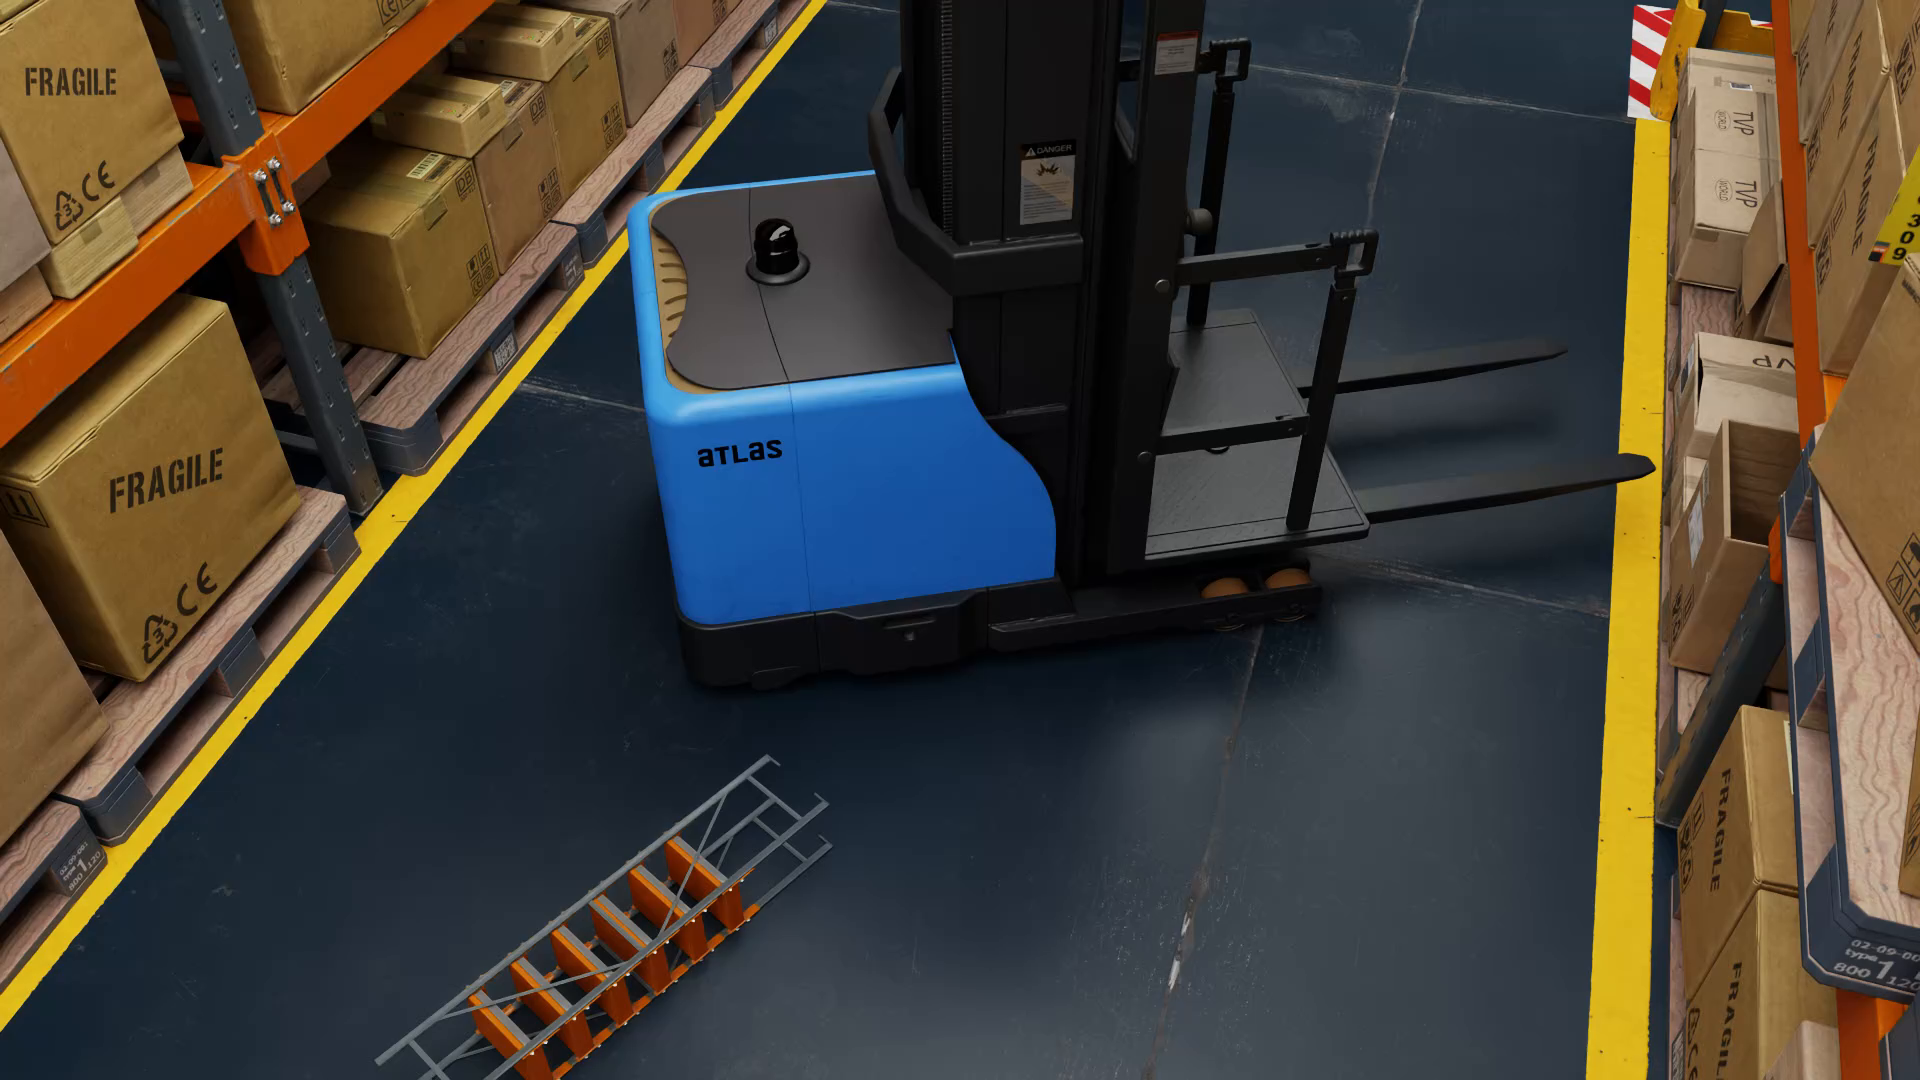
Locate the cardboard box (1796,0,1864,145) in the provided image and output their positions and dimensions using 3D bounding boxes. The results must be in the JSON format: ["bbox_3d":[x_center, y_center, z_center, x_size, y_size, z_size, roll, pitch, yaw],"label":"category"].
[{"bbox_3d":[2.574,-1.350,4.414,0.500,0.500,0.500,14,46,13],"label":"cardboard box"}]

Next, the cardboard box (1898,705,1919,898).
[{"bbox_3d":[1.855,0.314,2.413,0.700,0.500,0.500,19,48,19],"label":"cardboard box"}]

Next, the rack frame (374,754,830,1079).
[{"bbox_3d":[-0.832,0.932,4.028,0.240,0.006,1.200,33,53,29],"label":"rack frame"}]

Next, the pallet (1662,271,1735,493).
[{"bbox_3d":[2.936,-0.517,5.627,1.003,0.211,1.213,13,46,13],"label":"pallet"}]

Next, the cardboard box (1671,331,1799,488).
[{"bbox_3d":[2.488,-0.376,5.098,0.500,0.311,0.500,13,46,13],"label":"cardboard box"}]

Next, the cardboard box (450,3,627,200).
[{"bbox_3d":[-1.726,-1.696,6.326,0.700,0.500,0.500,14,46,13],"label":"cardboard box"}]

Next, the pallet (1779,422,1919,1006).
[{"bbox_3d":[2.013,0.338,2.897,1.003,0.211,1.213,13,46,13],"label":"pallet"}]

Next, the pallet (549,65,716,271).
[{"bbox_3d":[-1.691,-1.596,6.731,1.003,0.211,1.213,13,46,12],"label":"pallet"}]

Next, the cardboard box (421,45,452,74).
[{"bbox_3d":[-2.035,-1.725,5.891,0.380,0.149,0.250,11,45,11],"label":"cardboard box"}]

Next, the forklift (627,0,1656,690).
[{"bbox_3d":[0.612,-1.132,4.311,3.031,2.935,1.130,-8,45,-8],"label":"forklift"}]

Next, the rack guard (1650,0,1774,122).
[{"bbox_3d":[3.547,-1.962,6.898,1.175,0.500,0.348,13,46,13],"label":"rack guard"}]

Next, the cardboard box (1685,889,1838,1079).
[{"bbox_3d":[1.829,1.125,3.429,0.500,0.500,0.500,13,46,13],"label":"cardboard box"}]

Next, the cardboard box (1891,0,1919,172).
[{"bbox_3d":[2.265,-1.025,3.367,0.500,0.500,0.500,13,46,13],"label":"cardboard box"}]

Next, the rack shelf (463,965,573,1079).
[{"bbox_3d":[-1.047,1.159,3.927,0.258,0.180,0.103,33,53,29],"label":"rack shelf"}]

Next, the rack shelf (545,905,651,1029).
[{"bbox_3d":[-0.883,1.036,4.053,0.258,0.180,0.103,33,53,29],"label":"rack shelf"}]

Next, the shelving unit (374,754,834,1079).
[{"bbox_3d":[-0.832,0.997,4.092,0.258,0.189,1.200,33,53,29],"label":"shelving unit"}]

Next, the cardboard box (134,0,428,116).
[{"bbox_3d":[-2.183,-1.752,4.682,0.980,0.700,0.700,13,46,13],"label":"cardboard box"}]

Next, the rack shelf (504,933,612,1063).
[{"bbox_3d":[-0.965,1.097,3.990,0.258,0.180,0.103,33,53,29],"label":"rack shelf"}]

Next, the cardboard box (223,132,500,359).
[{"bbox_3d":[-2.039,-1.020,5.635,0.700,0.500,0.500,13,46,13],"label":"cardboard box"}]

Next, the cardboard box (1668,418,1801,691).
[{"bbox_3d":[2.261,0.056,4.521,0.500,0.500,0.500,13,46,13],"label":"cardboard box"}]

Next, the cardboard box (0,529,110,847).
[{"bbox_3d":[-2.703,0.385,3.948,0.750,0.750,0.750,14,46,14],"label":"cardboard box"}]

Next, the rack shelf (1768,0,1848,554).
[{"bbox_3d":[2.965,-1.316,4.965,1.077,0.370,4.000,13,46,13],"label":"rack shelf"}]

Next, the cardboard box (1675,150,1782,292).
[{"bbox_3d":[2.832,-1.112,5.893,0.500,0.250,0.500,13,46,13],"label":"cardboard box"}]

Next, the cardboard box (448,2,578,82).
[{"bbox_3d":[-1.604,-1.790,5.958,0.380,0.149,0.250,11,46,11],"label":"cardboard box"}]

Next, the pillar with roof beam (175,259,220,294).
[{"bbox_3d":[1.127,-3.169,2.055,9.100,9.000,0.400,13,46,13],"label":"pillar with roof beam"}]

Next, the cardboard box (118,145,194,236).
[{"bbox_3d":[-2.196,-0.919,4.210,0.380,0.149,0.250,13,46,13],"label":"cardboard box"}]

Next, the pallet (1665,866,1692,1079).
[{"bbox_3d":[2.149,1.307,3.764,1.003,0.211,1.213,13,46,13],"label":"pallet"}]

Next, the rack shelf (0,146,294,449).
[{"bbox_3d":[-2.969,0.303,3.310,1.077,0.370,4.000,13,46,13],"label":"rack shelf"}]

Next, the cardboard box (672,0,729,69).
[{"bbox_3d":[-1.420,-2.389,7.033,0.700,0.500,0.500,12,46,12],"label":"cardboard box"}]

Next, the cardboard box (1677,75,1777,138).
[{"bbox_3d":[3.040,-1.678,6.531,0.380,0.166,0.250,13,46,13],"label":"cardboard box"}]

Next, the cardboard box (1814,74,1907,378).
[{"bbox_3d":[2.266,-0.664,3.712,0.500,0.500,0.500,13,46,13],"label":"cardboard box"}]

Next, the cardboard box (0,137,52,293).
[{"bbox_3d":[-2.408,-0.733,3.556,0.500,0.500,0.500,13,46,13],"label":"cardboard box"}]

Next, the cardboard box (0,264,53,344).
[{"bbox_3d":[-2.371,-0.583,3.866,0.380,0.149,0.250,14,46,14],"label":"cardboard box"}]

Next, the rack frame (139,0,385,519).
[{"bbox_3d":[-2.363,-1.287,4.420,1.000,3.000,0.127,13,46,13],"label":"rack frame"}]

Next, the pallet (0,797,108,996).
[{"bbox_3d":[-2.893,1.056,4.020,1.003,0.211,1.213,13,46,13],"label":"pallet"}]
